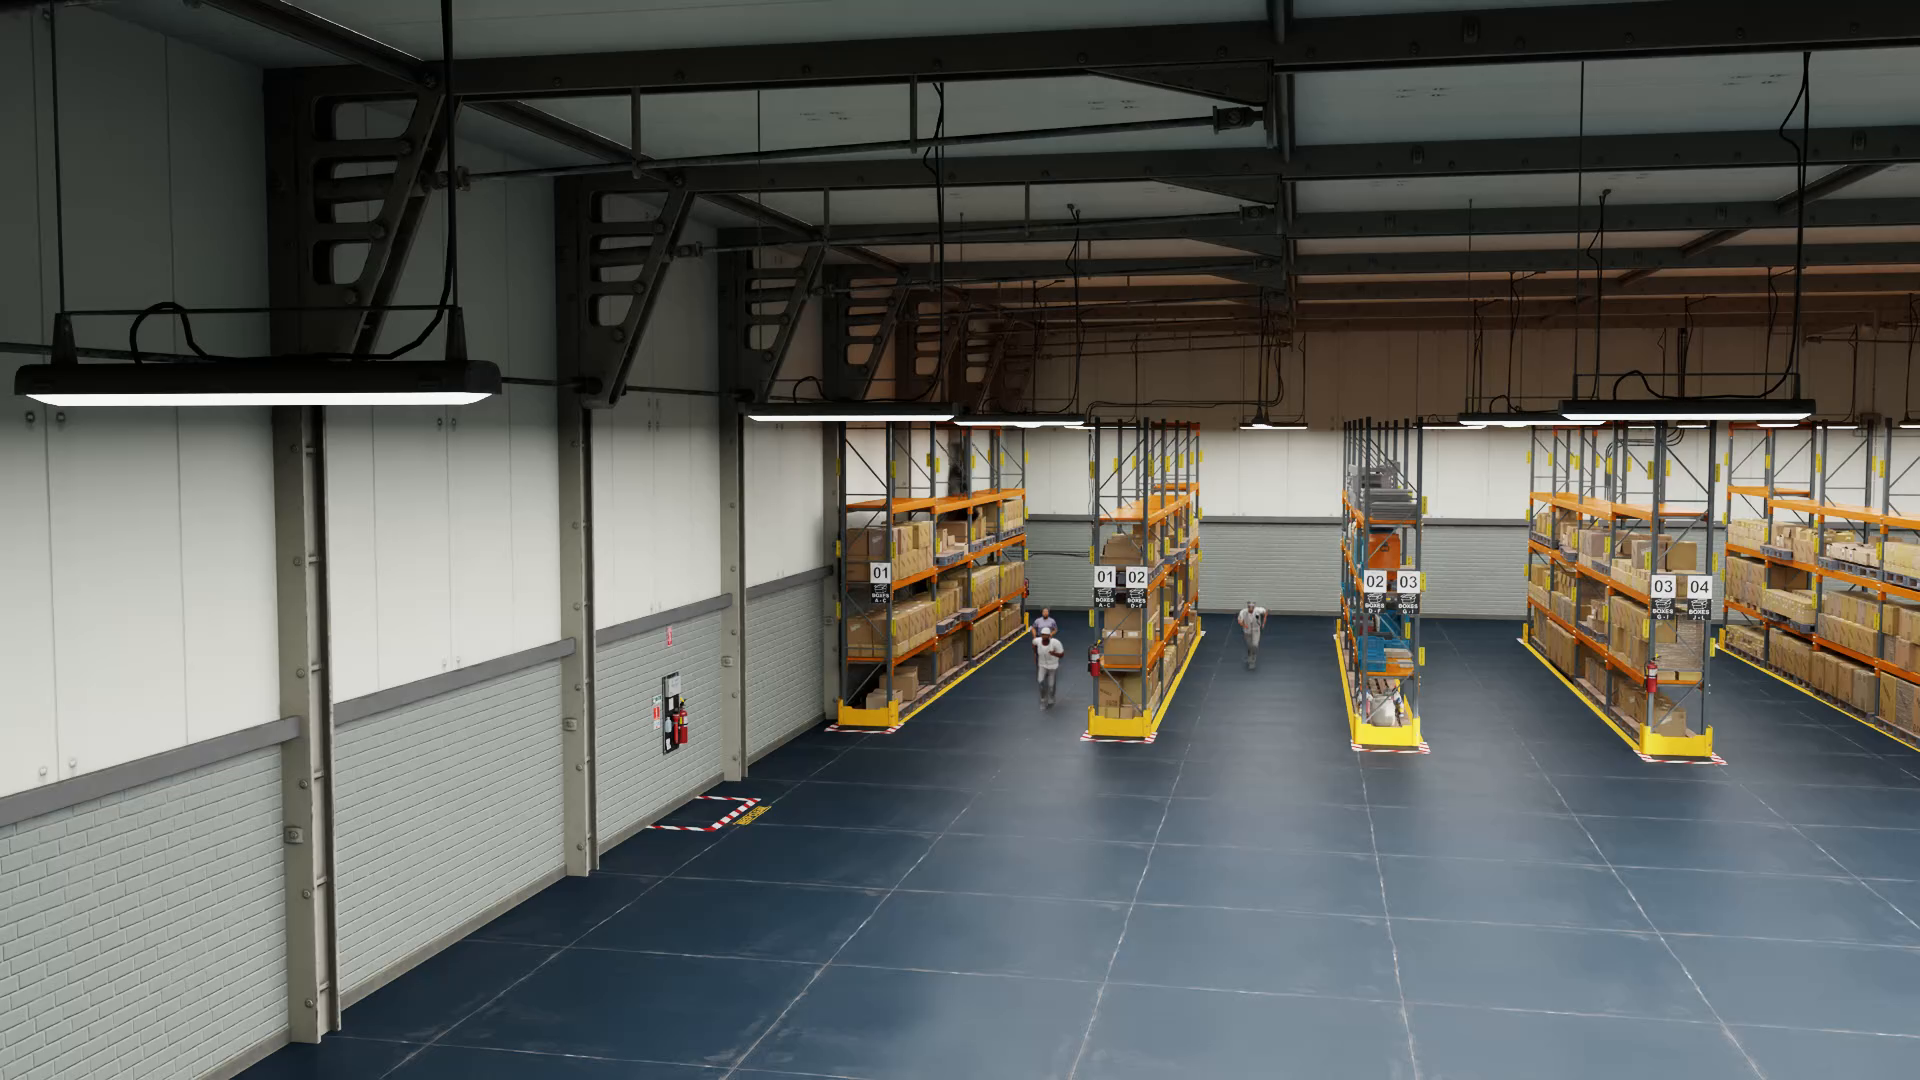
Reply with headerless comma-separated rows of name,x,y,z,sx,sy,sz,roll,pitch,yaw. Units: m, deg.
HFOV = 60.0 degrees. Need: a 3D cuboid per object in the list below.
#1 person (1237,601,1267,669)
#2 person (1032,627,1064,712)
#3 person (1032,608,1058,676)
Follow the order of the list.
person,7.127,2.296,40.582,0.707,1.721,1.019,1,4,10
person,1.811,2.642,34.238,0.686,1.747,0.938,1,4,10
person,1.991,2.395,38.985,0.600,1.608,0.539,0,4,-1
